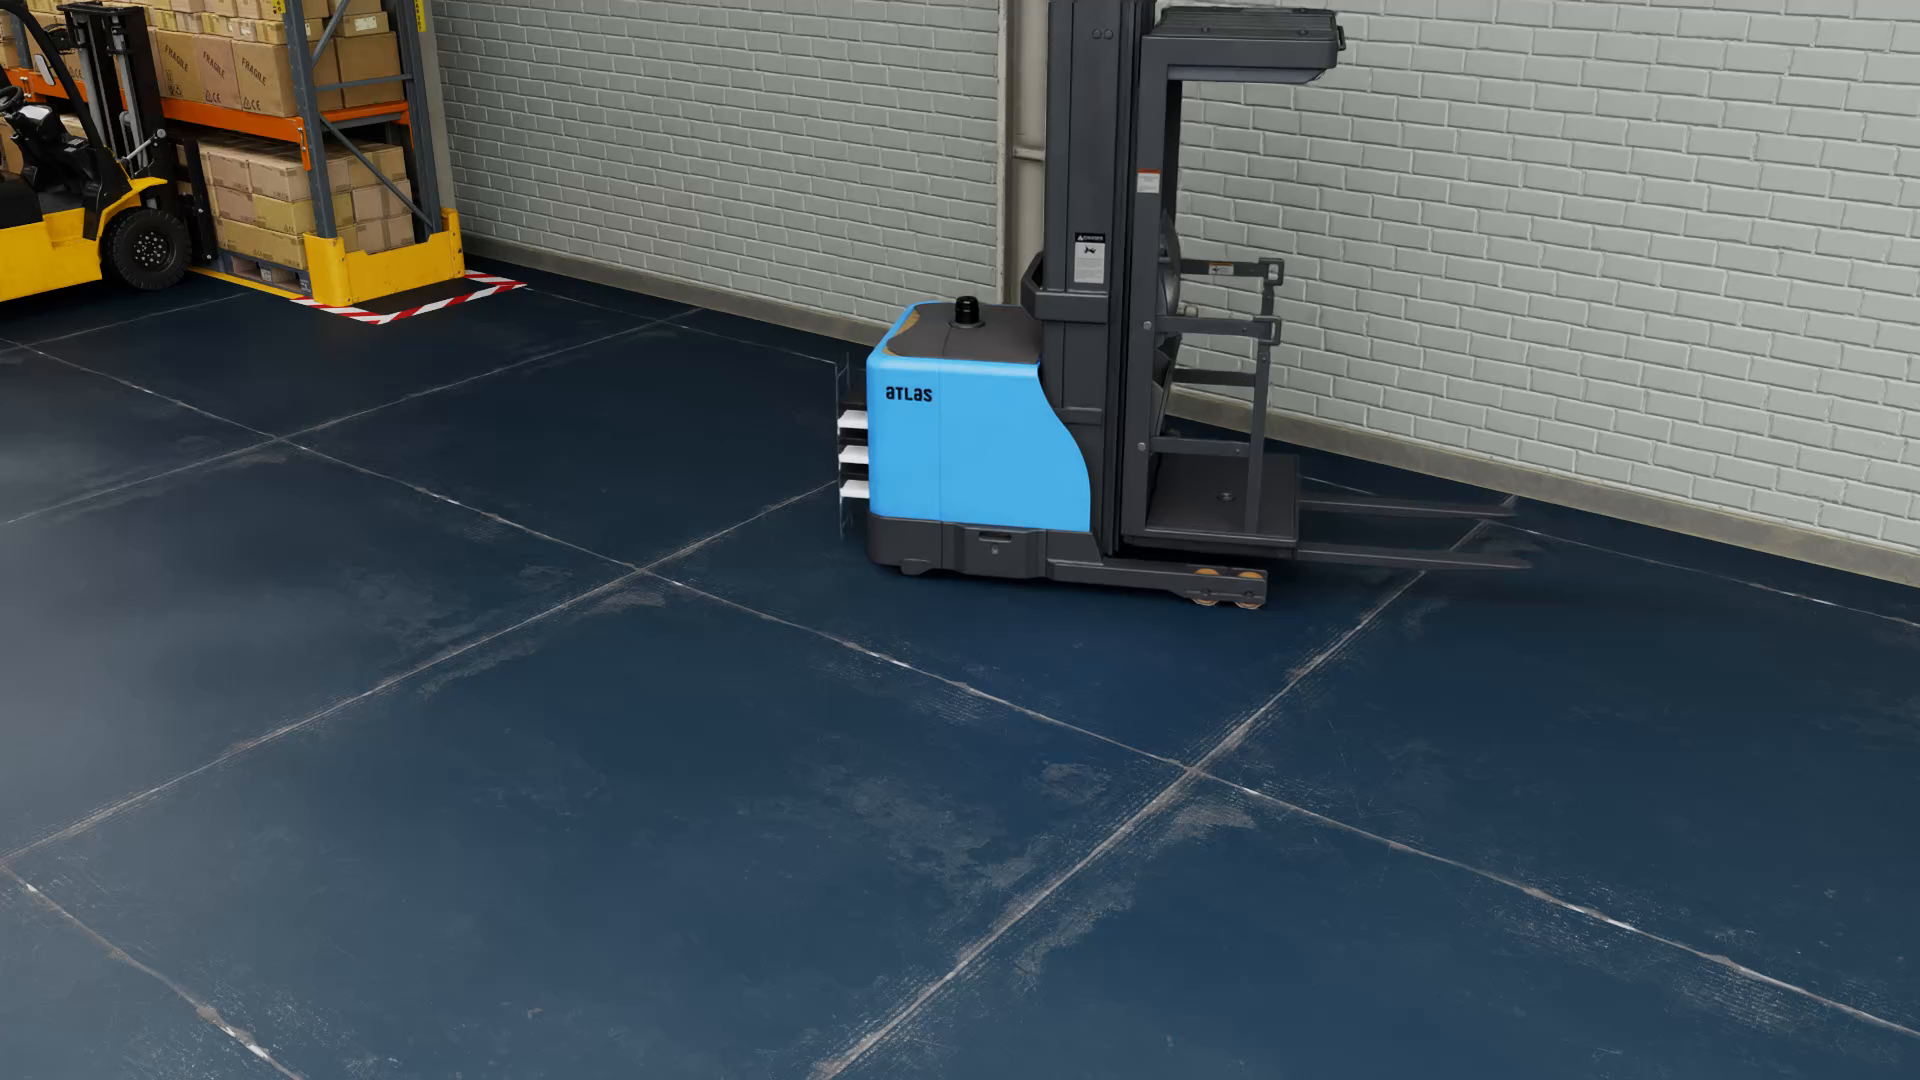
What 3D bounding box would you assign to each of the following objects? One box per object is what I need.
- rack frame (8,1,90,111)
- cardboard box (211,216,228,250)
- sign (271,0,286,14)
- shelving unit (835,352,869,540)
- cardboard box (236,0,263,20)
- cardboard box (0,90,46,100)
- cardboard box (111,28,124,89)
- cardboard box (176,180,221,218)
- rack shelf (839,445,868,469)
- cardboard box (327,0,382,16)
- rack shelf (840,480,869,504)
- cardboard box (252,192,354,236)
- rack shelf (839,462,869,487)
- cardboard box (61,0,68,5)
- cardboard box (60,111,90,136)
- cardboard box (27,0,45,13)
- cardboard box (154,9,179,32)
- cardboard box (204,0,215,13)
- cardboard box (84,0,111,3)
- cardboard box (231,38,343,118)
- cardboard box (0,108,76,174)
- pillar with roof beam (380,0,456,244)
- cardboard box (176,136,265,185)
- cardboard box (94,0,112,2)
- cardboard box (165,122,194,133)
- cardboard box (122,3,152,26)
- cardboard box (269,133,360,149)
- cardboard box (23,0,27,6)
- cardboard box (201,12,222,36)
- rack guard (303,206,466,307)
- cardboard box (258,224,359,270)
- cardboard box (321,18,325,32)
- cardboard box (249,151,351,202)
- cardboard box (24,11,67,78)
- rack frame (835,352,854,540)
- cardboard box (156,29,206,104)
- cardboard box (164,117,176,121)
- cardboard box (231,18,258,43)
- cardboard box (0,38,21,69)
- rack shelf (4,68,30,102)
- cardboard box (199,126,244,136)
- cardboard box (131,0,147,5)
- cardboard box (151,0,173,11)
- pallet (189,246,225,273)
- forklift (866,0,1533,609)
[{"bbox_3d":[-7.523,-4.259,14.196,0.127,3.000,1.000,17,29,33],"label":"rack frame"},{"bbox_3d":[-5.675,-2.484,13.058,0.500,0.250,0.500,17,29,34],"label":"cardboard box"},{"bbox_3d":[-4.659,-3.758,11.329,0.005,0.325,0.100,17,29,33],"label":"sign"},{"bbox_3d":[-0.466,-0.451,8.157,0.210,0.900,0.258,4,24,10],"label":"shelving unit"},{"bbox_3d":[-4.951,-3.838,11.944,0.250,0.149,0.380,17,29,33],"label":"cardboard box"},{"bbox_3d":[-9.166,-3.858,15.710,0.625,0.625,0.875,15,28,31],"label":"cardboard box"},{"bbox_3d":[-6.492,-3.870,13.190,0.500,0.500,0.500,16,29,33],"label":"cardboard box"},{"bbox_3d":[-5.720,-2.714,12.959,0.500,0.250,0.500,16,28,32],"label":"cardboard box"},{"bbox_3d":[-0.466,-0.420,8.170,0.200,0.077,0.258,4,24,10],"label":"rack shelf"},{"bbox_3d":[-4.463,-3.920,12.130,0.250,0.149,0.380,16,28,32],"label":"cardboard box"},{"bbox_3d":[-0.466,-0.255,8.243,0.200,0.077,0.258,4,24,10],"label":"rack shelf"},{"bbox_3d":[-4.899,-2.471,12.407,0.500,0.250,0.500,16,29,33],"label":"cardboard box"},{"bbox_3d":[-0.466,-0.338,8.206,0.200,0.077,0.258,4,24,10],"label":"rack shelf"},{"bbox_3d":[-6.992,-4.323,13.413,0.250,0.149,0.380,17,29,33],"label":"cardboard box"},{"bbox_3d":[-7.324,-3.432,13.968,0.500,0.250,0.500,16,29,33],"label":"cardboard box"},{"bbox_3d":[-7.426,-4.439,13.677,0.250,0.149,0.380,16,29,32],"label":"cardboard box"},{"bbox_3d":[-5.809,-3.930,12.521,0.250,0.149,0.380,17,29,34],"label":"cardboard box"},{"bbox_3d":[-5.331,-3.977,12.259,0.250,0.149,0.380,17,29,34],"label":"cardboard box"},{"bbox_3d":[-6.630,-4.176,13.079,0.250,0.149,0.380,16,29,33],"label":"cardboard box"},{"bbox_3d":[-4.873,-3.372,12.058,0.500,0.500,0.500,16,28,32],"label":"cardboard box"},{"bbox_3d":[-7.947,-3.487,14.868,0.625,0.625,0.875,18,30,36],"label":"cardboard box"},{"bbox_3d":[-6.921,-5.107,8.680,0.400,9.000,9.100,17,29,33],"label":"pillar with roof beam"},{"bbox_3d":[-5.700,-2.934,12.838,0.500,0.250,0.500,17,29,34],"label":"cardboard box"},{"bbox_3d":[-6.605,-4.322,13.042,0.250,0.149,0.380,16,29,32],"label":"cardboard box"},{"bbox_3d":[-6.516,-3.189,13.416,0.500,0.250,0.500,18,29,35],"label":"cardboard box"},{"bbox_3d":[-6.200,-4.059,12.814,0.250,0.149,0.380,16,28,32],"label":"cardboard box"},{"bbox_3d":[-4.995,-2.980,12.942,0.500,0.250,0.500,17,29,33],"label":"cardboard box"},{"bbox_3d":[-7.929,-4.612,14.069,0.250,0.149,0.380,18,29,35],"label":"cardboard box"},{"bbox_3d":[-5.352,-3.826,12.284,0.250,0.149,0.380,17,29,33],"label":"cardboard box"},{"bbox_3d":[-4.303,-2.142,12.491,0.348,0.500,1.175,17,29,33],"label":"rack guard"},{"bbox_3d":[-4.888,-2.237,12.496,0.500,0.250,0.500,17,29,34],"label":"cardboard box"},{"bbox_3d":[-4.674,-3.839,12.314,0.250,0.149,0.380,17,29,33],"label":"cardboard box"},{"bbox_3d":[-4.878,-2.694,12.293,0.500,0.250,0.500,18,29,35],"label":"cardboard box"},{"bbox_3d":[-7.324,-4.113,13.741,0.500,0.500,0.500,16,28,32],"label":"cardboard box"},{"bbox_3d":[-0.566,-0.458,8.174,0.006,0.900,0.240,4,24,10],"label":"rack frame"},{"bbox_3d":[-5.693,-3.624,12.630,0.500,0.500,0.500,16,29,32],"label":"cardboard box"},{"bbox_3d":[-6.599,-3.476,14.068,0.500,0.250,0.500,16,29,33],"label":"cardboard box"},{"bbox_3d":[-4.990,-3.680,11.953,0.250,0.149,0.380,17,29,34],"label":"cardboard box"},{"bbox_3d":[-8.083,-4.228,14.311,0.500,0.250,0.500,18,29,34],"label":"cardboard box"},{"bbox_3d":[-9.123,-4.413,15.438,4.000,0.370,1.077,17,29,33],"label":"rack shelf"},{"bbox_3d":[-5.795,-3.230,13.511,0.500,0.250,0.500,16,28,32],"label":"cardboard box"},{"bbox_3d":[-6.157,-4.224,12.820,0.250,0.149,0.380,17,29,33],"label":"cardboard box"},{"bbox_3d":[-5.817,-4.065,12.459,0.250,0.149,0.380,17,29,34],"label":"cardboard box"},{"bbox_3d":[-5.931,-2.482,13.621,1.213,0.211,1.003,17,29,33],"label":"pallet"},{"bbox_3d":[1.130,-1.261,7.476,3.031,2.935,1.130,4,24,10],"label":"forklift"}]
